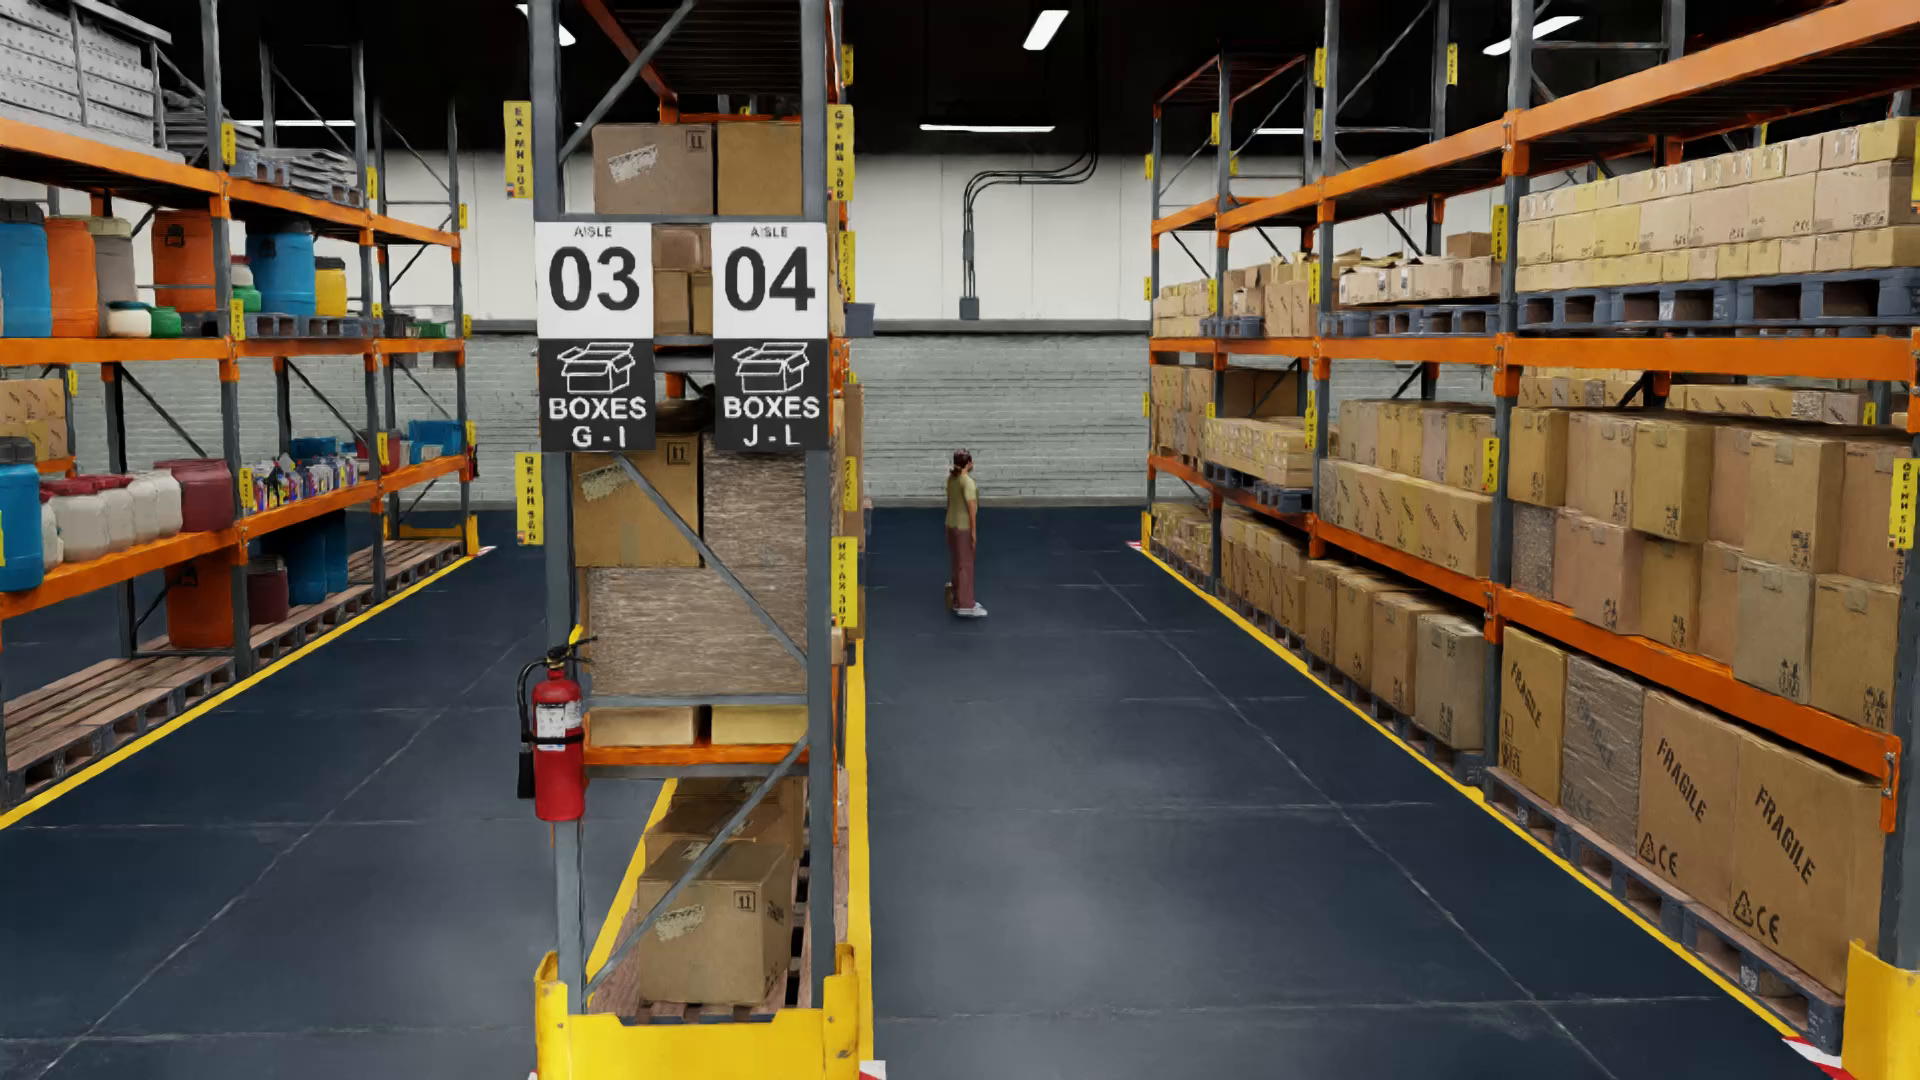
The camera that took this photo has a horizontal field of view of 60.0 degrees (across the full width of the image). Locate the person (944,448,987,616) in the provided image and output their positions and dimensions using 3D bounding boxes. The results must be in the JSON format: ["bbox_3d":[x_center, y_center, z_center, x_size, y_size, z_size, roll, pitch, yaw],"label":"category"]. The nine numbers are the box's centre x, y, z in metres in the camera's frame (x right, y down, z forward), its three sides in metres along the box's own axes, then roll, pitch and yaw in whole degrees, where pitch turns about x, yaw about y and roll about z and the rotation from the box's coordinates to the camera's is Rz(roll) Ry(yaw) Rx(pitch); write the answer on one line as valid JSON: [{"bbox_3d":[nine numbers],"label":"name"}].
[{"bbox_3d":[0.088,-0.089,16.781,0.443,1.682,0.497,-5,9,-37],"label":"person"}]
